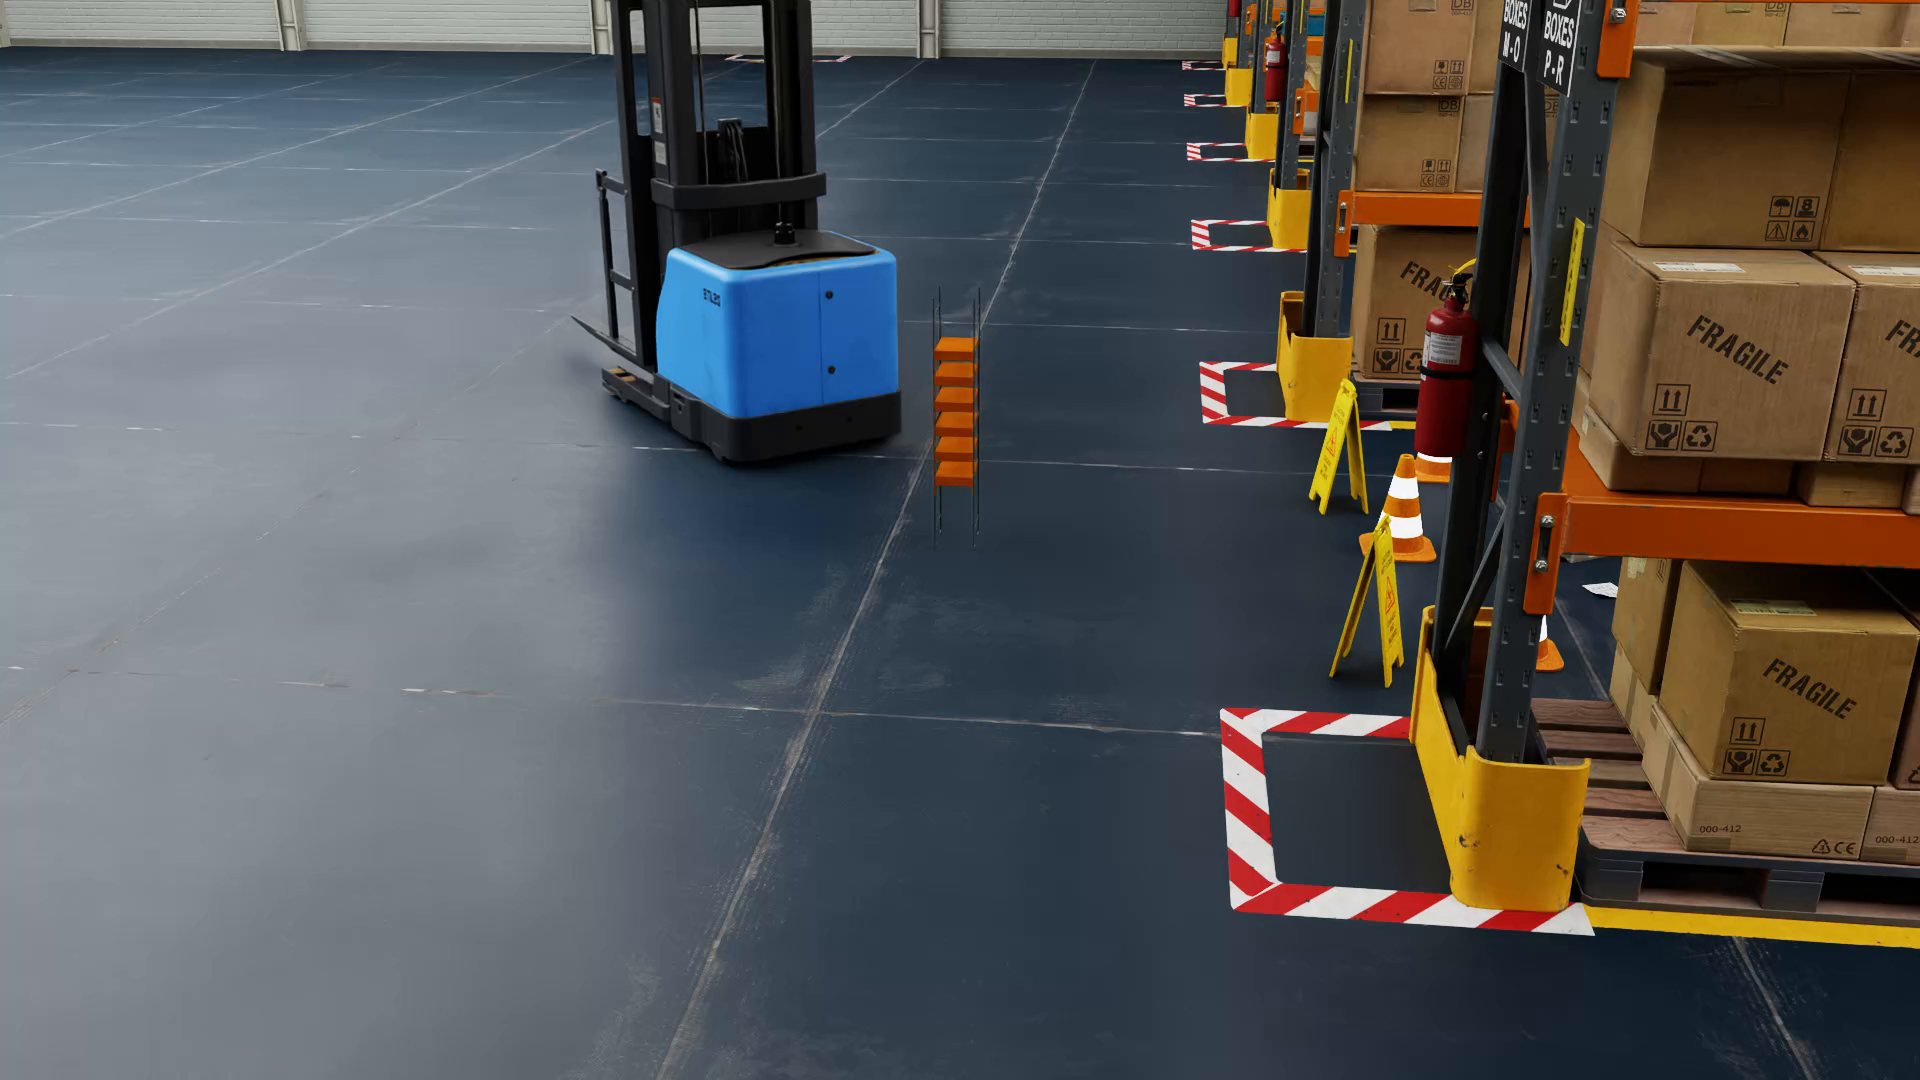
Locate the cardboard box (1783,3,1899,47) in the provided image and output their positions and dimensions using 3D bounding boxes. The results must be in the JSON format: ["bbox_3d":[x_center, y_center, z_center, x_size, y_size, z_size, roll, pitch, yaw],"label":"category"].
[{"bbox_3d":[4.698,-2.774,9.203,0.550,0.550,0.875,2,22,6],"label":"cardboard box"}]

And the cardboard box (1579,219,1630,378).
[{"bbox_3d":[2.258,-0.742,5.196,0.500,0.500,0.500,2,22,5],"label":"cardboard box"}]

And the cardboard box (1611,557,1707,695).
[{"bbox_3d":[2.513,0.194,5.518,0.500,0.500,0.500,3,22,7],"label":"cardboard box"}]

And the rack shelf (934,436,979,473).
[{"bbox_3d":[-0.014,-0.406,7.781,0.180,0.103,0.258,2,22,6],"label":"rack shelf"}]

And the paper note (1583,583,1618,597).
[{"bbox_3d":[2.859,0.215,7.355,0.142,0.019,0.148,-5,22,-12],"label":"paper note"}]

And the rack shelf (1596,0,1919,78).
[{"bbox_3d":[3.672,-1.454,4.436,4.000,0.370,1.077,2,22,6],"label":"rack shelf"}]

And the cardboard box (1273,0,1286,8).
[{"bbox_3d":[4.484,-7.736,23.293,0.500,0.500,0.700,3,22,6],"label":"cardboard box"}]

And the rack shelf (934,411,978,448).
[{"bbox_3d":[-0.014,-0.517,7.737,0.180,0.103,0.258,2,22,6],"label":"rack shelf"}]

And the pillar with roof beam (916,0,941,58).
[{"bbox_3d":[-1.067,-11.287,24.249,0.400,9.000,9.100,2,22,6],"label":"pillar with roof beam"}]

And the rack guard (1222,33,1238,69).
[{"bbox_3d":[4.677,-8.358,28.400,0.348,0.500,1.175,2,22,6],"label":"rack guard"}]

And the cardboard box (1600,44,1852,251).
[{"bbox_3d":[2.219,-1.187,4.963,0.500,0.500,0.700,2,22,5],"label":"cardboard box"}]

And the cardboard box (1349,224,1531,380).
[{"bbox_3d":[2.850,-1.494,9.957,0.875,0.875,0.875,3,22,7],"label":"cardboard box"}]

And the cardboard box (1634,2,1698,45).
[{"bbox_3d":[3.630,-2.769,9.192,0.550,0.550,0.875,2,22,6],"label":"cardboard box"}]

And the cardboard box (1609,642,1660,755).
[{"bbox_3d":[2.544,0.541,5.660,0.500,0.250,0.500,2,22,6],"label":"cardboard box"}]

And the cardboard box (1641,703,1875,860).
[{"bbox_3d":[2.455,0.739,5.159,0.500,0.250,0.500,2,22,6],"label":"cardboard box"}]

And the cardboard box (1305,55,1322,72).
[{"bbox_3d":[5.025,-6.855,23.347,0.500,0.500,0.500,2,22,6],"label":"cardboard box"}]

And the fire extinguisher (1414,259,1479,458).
[{"bbox_3d":[1.627,-0.617,5.526,0.183,0.674,0.296,2,22,6],"label":"fire extinguisher"}]

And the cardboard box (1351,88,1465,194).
[{"bbox_3d":[2.542,-2.362,9.630,0.550,0.550,0.875,2,22,6],"label":"cardboard box"}]

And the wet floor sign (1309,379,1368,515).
[{"bbox_3d":[1.907,-0.475,8.264,0.232,0.644,0.267,-1,22,-3],"label":"wet floor sign"}]

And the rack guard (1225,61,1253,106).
[{"bbox_3d":[3.998,-6.553,23.836,0.348,0.500,1.175,2,22,6],"label":"rack guard"}]

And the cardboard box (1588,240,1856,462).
[{"bbox_3d":[2.124,-0.543,4.693,0.500,0.500,0.500,2,22,5],"label":"cardboard box"}]

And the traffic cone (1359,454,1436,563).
[{"bbox_3d":[2.058,-0.173,7.747,0.334,0.463,0.336,2,22,6],"label":"traffic cone"}]

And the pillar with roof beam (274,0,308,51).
[{"bbox_3d":[-12.983,-11.806,25.563,0.400,9.000,9.100,2,22,6],"label":"pillar with roof beam"}]

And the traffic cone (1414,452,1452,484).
[{"bbox_3d":[2.529,-0.570,8.753,0.334,0.463,0.336,2,22,6],"label":"traffic cone"}]

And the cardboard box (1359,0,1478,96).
[{"bbox_3d":[2.532,-2.833,9.354,0.550,0.550,0.875,2,22,6],"label":"cardboard box"}]

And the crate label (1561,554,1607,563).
[{"bbox_3d":[2.846,-0.010,7.778,0.298,0.136,0.250,-9,23,-22],"label":"crate label"}]

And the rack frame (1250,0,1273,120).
[{"bbox_3d":[3.435,-5.906,18.800,0.127,3.000,1.000,2,22,6],"label":"rack frame"}]

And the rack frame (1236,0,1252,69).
[{"bbox_3d":[4.022,-7.715,23.374,0.127,3.000,1.000,2,22,6],"label":"rack frame"}]

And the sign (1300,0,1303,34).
[{"bbox_3d":[2.789,-4.303,13.566,0.005,0.325,0.100,2,22,6],"label":"sign"}]

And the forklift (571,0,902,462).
[{"bbox_3d":[-1.532,-2.267,9.688,1.130,2.935,3.031,-13,25,-29],"label":"forklift"}]

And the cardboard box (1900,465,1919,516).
[{"bbox_3d":[2.752,-0.198,4.703,0.250,0.149,0.380,3,22,7],"label":"cardboard box"}]

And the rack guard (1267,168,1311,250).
[{"bbox_3d":[2.928,-2.932,14.677,0.348,0.500,1.175,2,22,6],"label":"rack guard"}]

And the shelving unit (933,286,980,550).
[{"bbox_3d":[-0.014,-0.559,7.721,0.189,1.200,0.258,2,22,6],"label":"shelving unit"}]

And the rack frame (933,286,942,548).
[{"bbox_3d":[-0.105,-0.563,7.731,0.006,1.200,0.240,2,22,6],"label":"rack frame"}]

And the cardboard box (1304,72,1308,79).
[{"bbox_3d":[5.025,-6.507,23.487,0.500,0.250,0.500,2,22,6],"label":"cardboard box"}]

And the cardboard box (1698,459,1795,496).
[{"bbox_3d":[2.252,-0.267,4.877,0.250,0.149,0.380,3,22,7],"label":"cardboard box"}]

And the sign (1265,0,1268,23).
[{"bbox_3d":[3.366,-5.835,18.241,0.005,0.325,0.100,2,22,6],"label":"sign"}]

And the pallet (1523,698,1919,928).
[{"bbox_3d":[2.564,0.868,5.457,1.213,0.211,1.003,2,22,6],"label":"pallet"}]

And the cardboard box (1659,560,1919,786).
[{"bbox_3d":[2.478,0.391,5.019,0.500,0.500,0.500,2,22,4],"label":"cardboard box"}]

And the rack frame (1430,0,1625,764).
[{"bbox_3d":[1.686,-0.480,5.074,0.127,3.000,1.000,2,22,6],"label":"rack frame"}]

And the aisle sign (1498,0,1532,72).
[{"bbox_3d":[1.659,-1.797,4.871,0.004,0.787,0.394,2,22,6],"label":"aisle sign"}]

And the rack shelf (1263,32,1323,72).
[{"bbox_3d":[5.422,-5.485,18.713,4.000,0.370,1.077,2,22,6],"label":"rack shelf"}]

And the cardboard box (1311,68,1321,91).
[{"bbox_3d":[3.107,-3.882,14.021,0.250,0.149,0.380,2,22,6],"label":"cardboard box"}]

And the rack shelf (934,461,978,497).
[{"bbox_3d":[-0.014,-0.294,7.825,0.180,0.103,0.258,2,22,6],"label":"rack shelf"}]

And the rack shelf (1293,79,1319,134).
[{"bbox_3d":[4.839,-3.677,14.139,4.000,0.370,1.077,2,22,6],"label":"rack shelf"}]

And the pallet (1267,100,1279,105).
[{"bbox_3d":[4.786,-6.400,23.842,1.213,0.211,1.003,2,22,6],"label":"pallet"}]

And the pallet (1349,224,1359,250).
[{"bbox_3d":[3.731,-2.750,14.609,1.213,0.211,1.003,2,22,6],"label":"pallet"}]
